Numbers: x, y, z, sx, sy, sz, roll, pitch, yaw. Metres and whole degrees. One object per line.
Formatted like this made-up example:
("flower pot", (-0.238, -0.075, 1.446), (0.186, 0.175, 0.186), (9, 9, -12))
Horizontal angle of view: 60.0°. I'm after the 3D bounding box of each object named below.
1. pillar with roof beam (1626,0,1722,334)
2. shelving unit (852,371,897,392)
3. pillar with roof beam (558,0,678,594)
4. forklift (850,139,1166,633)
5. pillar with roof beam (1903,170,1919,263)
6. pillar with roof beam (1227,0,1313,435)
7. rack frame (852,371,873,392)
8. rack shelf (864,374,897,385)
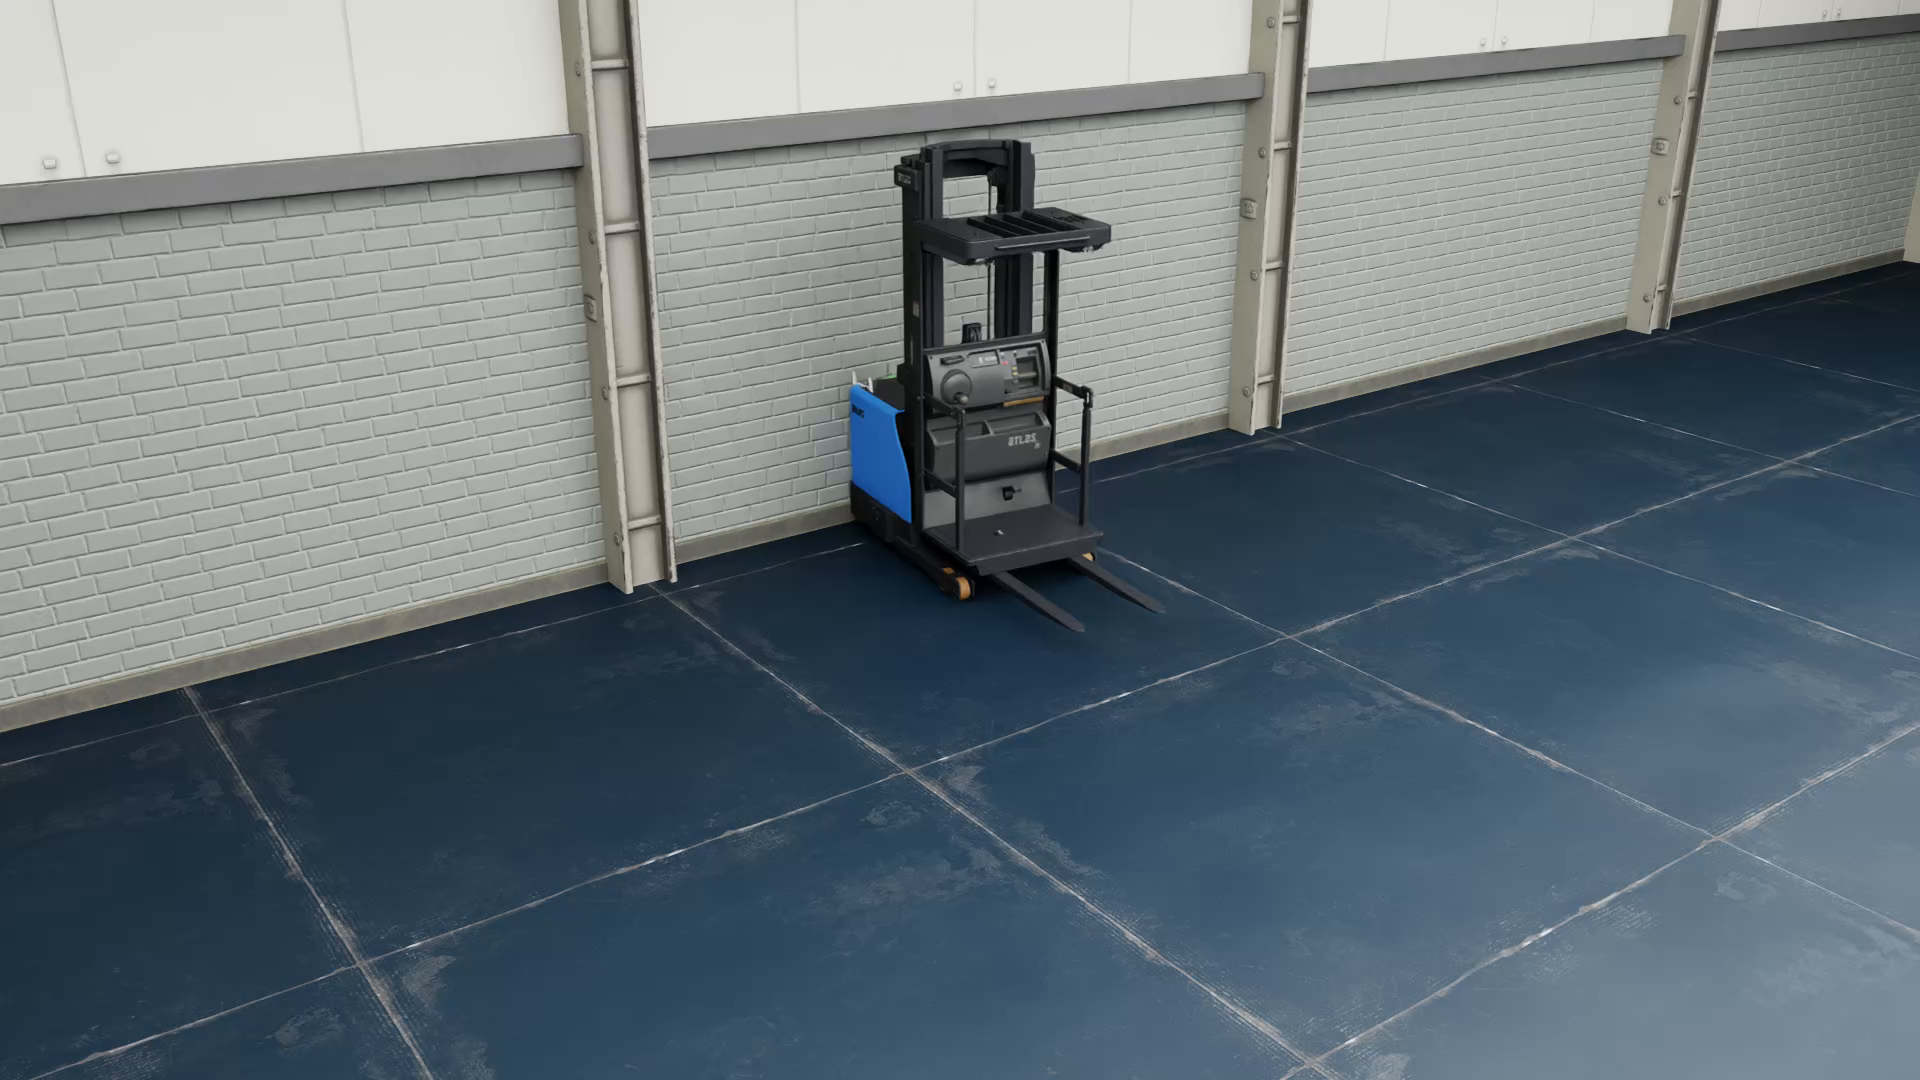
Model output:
("pillar with roof beam", (10.023, -5.199, 13.282), (0.400, 9.000, 9.100), (-15, 26, -33))
("shelving unit", (-0.472, -0.746, 12.618), (0.503, 1.200, 0.258), (-21, 28, -31))
("pillar with roof beam", (0.282, -2.601, 6.773), (0.400, 9.000, 9.100), (-15, 26, -33))
("forklift", (0.307, -1.134, 11.284), (1.130, 2.935, 3.031), (-11, 24, -26))
("pillar with roof beam", (14.894, -6.497, 16.537), (0.400, 9.000, 9.100), (-15, 26, -33))
("pillar with roof beam", (5.153, -3.900, 10.028), (0.400, 9.000, 9.100), (-15, 26, -33))
("rack frame", (-0.668, -0.671, 12.494), (0.015, 1.200, 0.240), (-21, 28, -31))
("rack shelf", (-0.511, -1.125, 12.453), (0.480, 0.148, 0.258), (-21, 28, -31))
